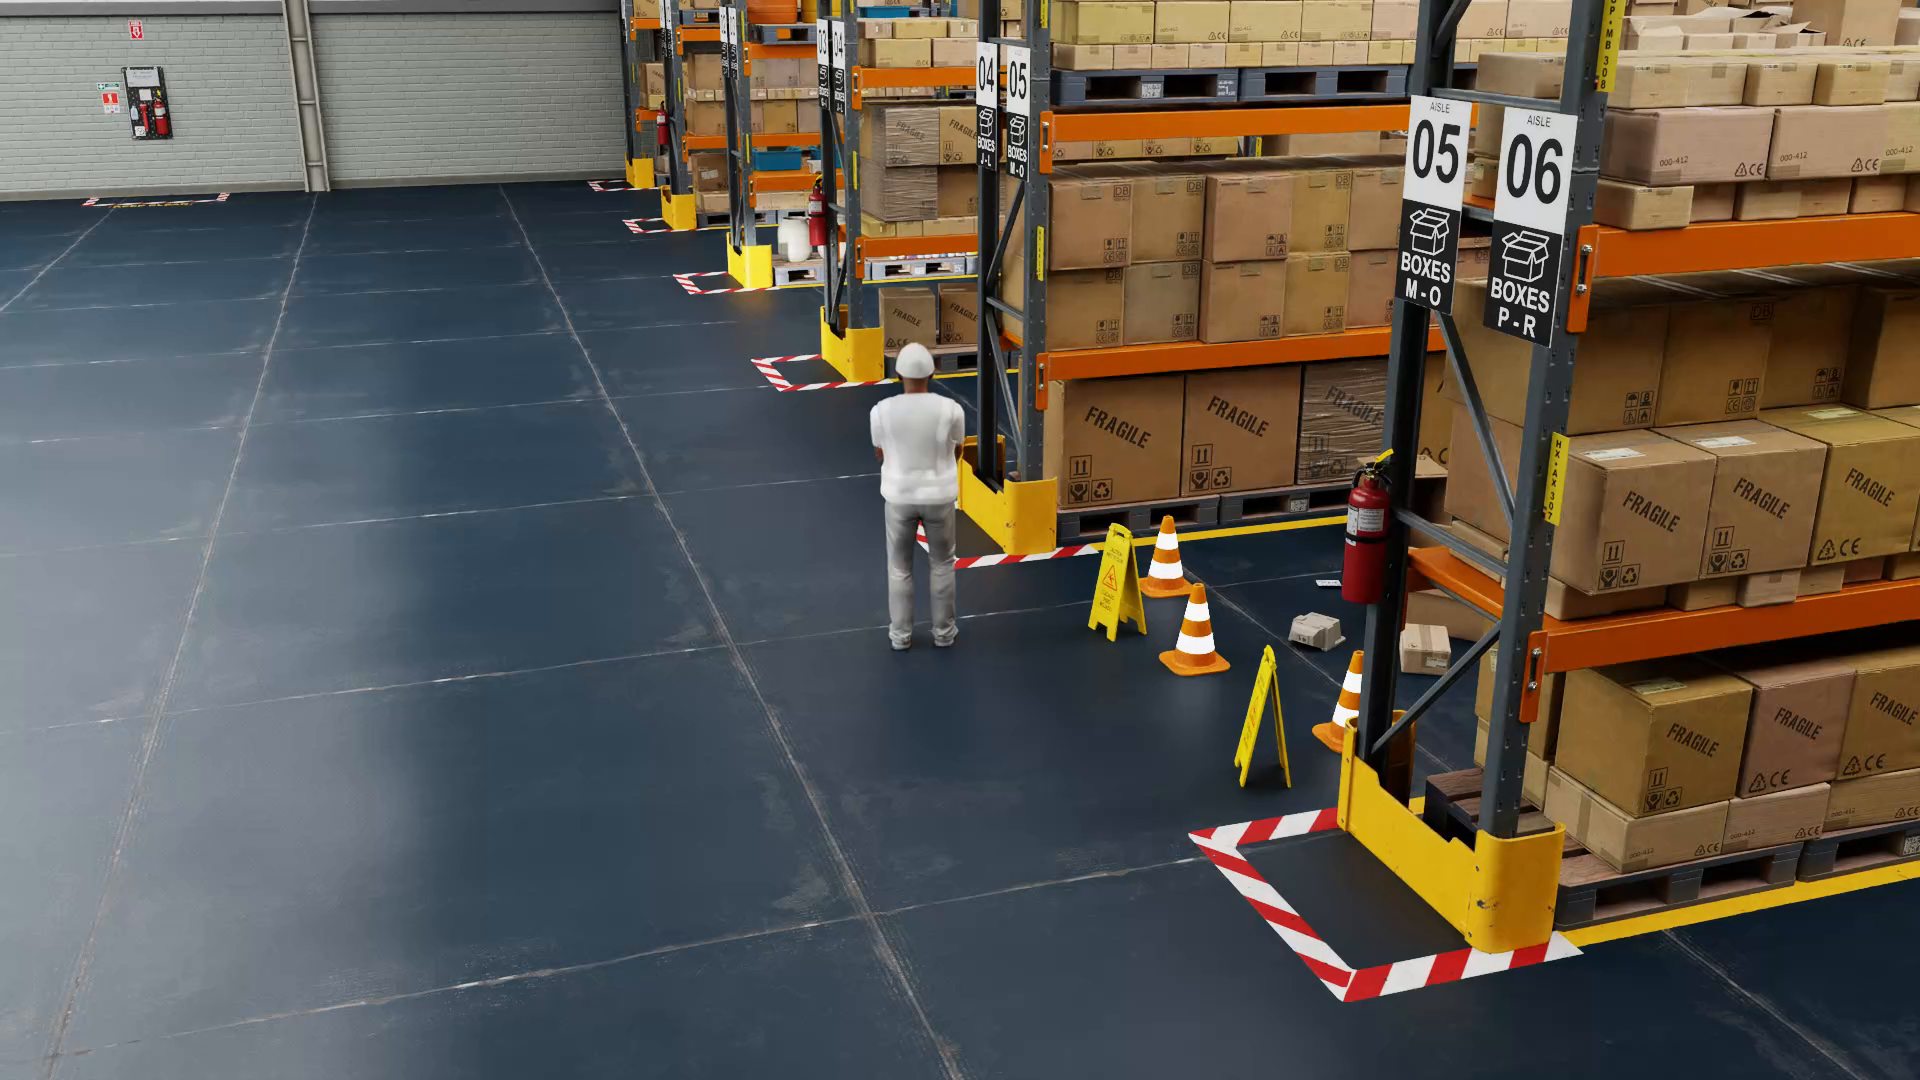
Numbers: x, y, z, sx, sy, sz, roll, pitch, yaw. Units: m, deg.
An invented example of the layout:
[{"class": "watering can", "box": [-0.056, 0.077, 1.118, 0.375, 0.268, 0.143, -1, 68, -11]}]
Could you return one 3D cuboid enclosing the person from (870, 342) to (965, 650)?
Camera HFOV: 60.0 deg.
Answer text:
[{"class": "person", "box": [-0.230, -0.266, 9.296, 0.513, 1.769, 0.573, 0, 19, 0]}]
